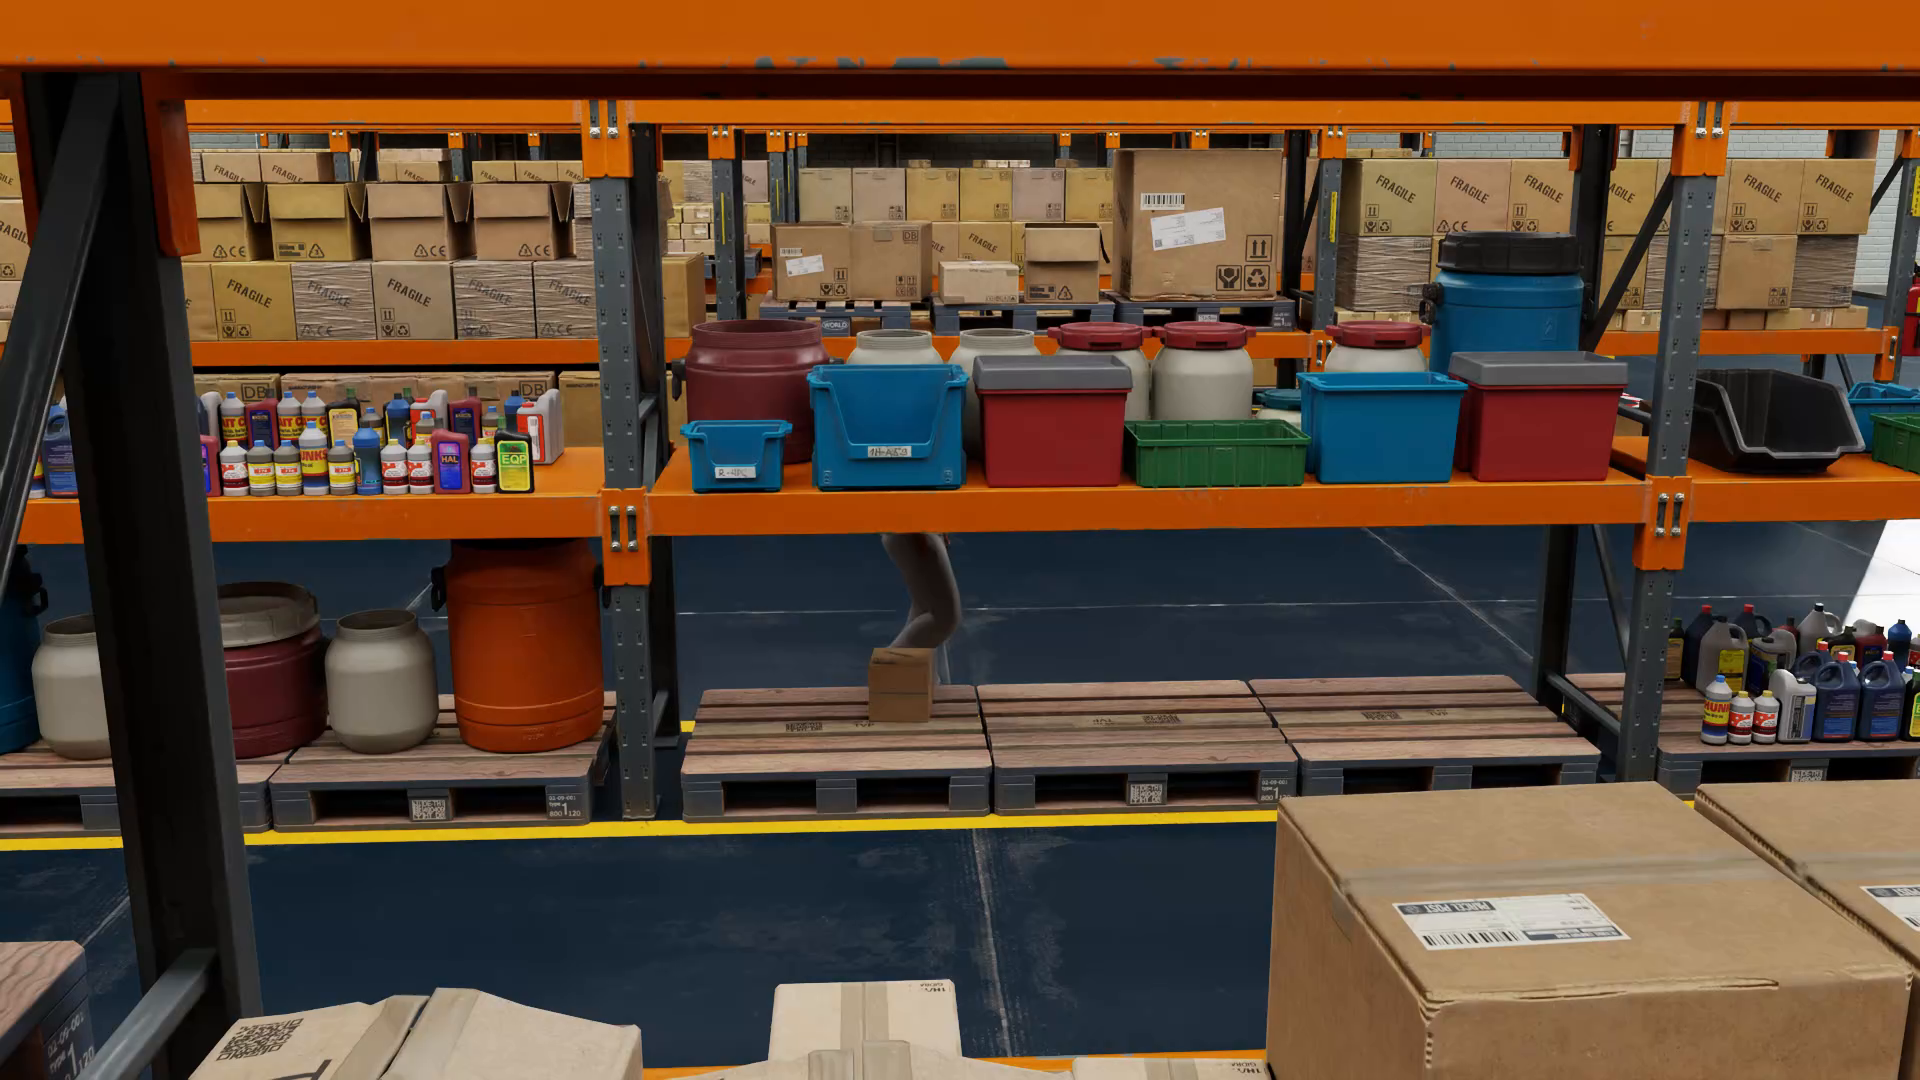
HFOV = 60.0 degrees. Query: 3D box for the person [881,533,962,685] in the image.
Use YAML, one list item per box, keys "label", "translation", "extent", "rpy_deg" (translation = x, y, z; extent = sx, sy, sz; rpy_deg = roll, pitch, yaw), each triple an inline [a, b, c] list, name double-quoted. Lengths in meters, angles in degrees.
- label: "person"
  translation: [-0.177, -0.014, 7.421]
  extent: [0.433, 1.675, 0.509]
  rpy_deg: [2, 14, 7]
